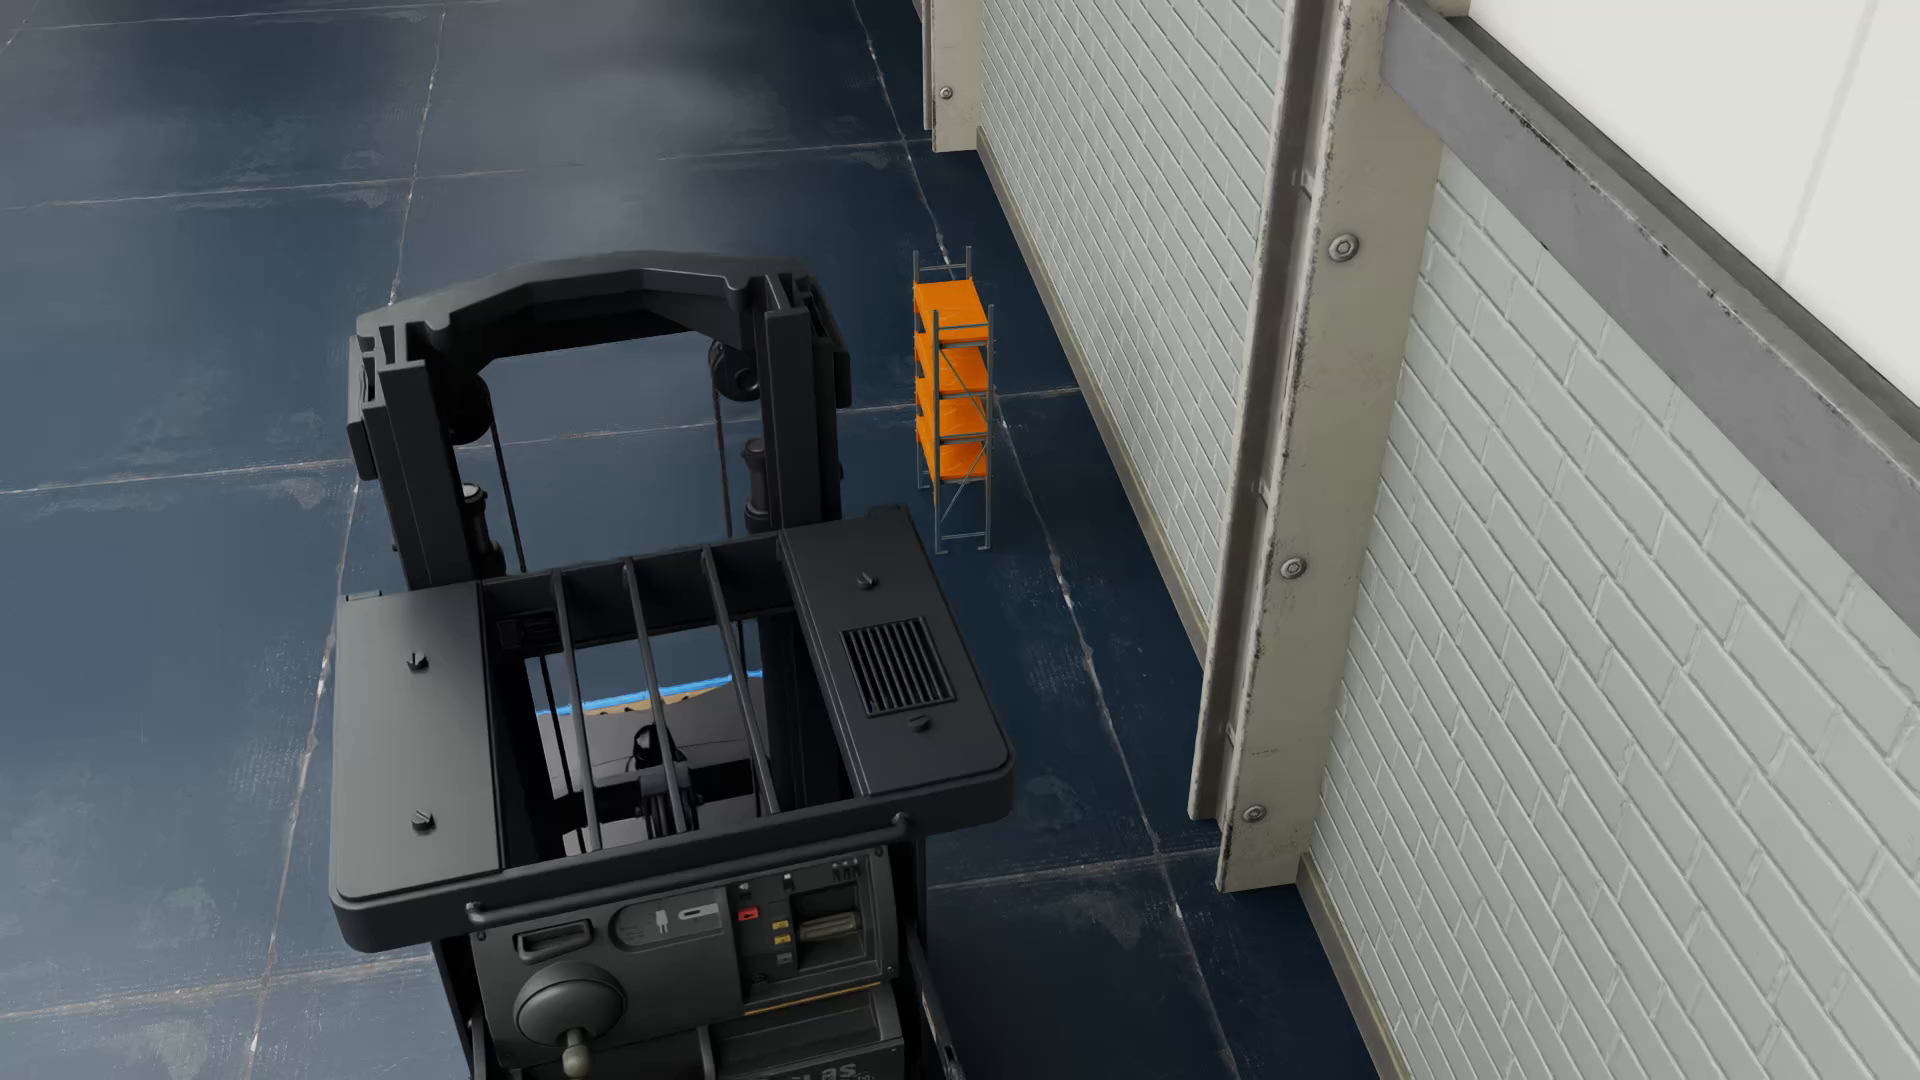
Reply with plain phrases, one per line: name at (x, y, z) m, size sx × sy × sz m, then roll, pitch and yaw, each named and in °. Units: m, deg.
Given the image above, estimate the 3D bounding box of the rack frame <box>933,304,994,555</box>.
rack frame at (0.014, -0.426, 6.821) m, size 0.240 × 1.200 × 0.015 m, roll -6°, pitch 38°, yaw -8°

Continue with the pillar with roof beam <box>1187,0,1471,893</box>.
pillar with roof beam at (-3.233, -2.018, 2.512) m, size 9.100 × 9.000 × 0.400 m, roll -6°, pitch 38°, yaw -8°

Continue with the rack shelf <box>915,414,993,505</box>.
rack shelf at (-0.029, -0.364, 7.174) m, size 0.258 × 0.148 × 0.480 m, roll -6°, pitch 38°, yaw -8°

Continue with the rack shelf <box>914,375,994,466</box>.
rack shelf at (-0.029, -0.521, 7.052) m, size 0.258 × 0.148 × 0.480 m, roll -6°, pitch 38°, yaw -8°

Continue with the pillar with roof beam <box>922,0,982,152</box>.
pillar with roof beam at (-4.285, -5.642, 7.177) m, size 9.100 × 9.000 × 0.400 m, roll -6°, pitch 38°, yaw -8°

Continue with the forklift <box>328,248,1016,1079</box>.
forklift at (-0.543, 1.004, 3.568) m, size 1.130 × 2.935 × 3.031 m, roll -10°, pitch 39°, yaw -12°

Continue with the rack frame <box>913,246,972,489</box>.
rack frame at (-0.072, -0.721, 7.200) m, size 0.240 × 1.200 × 0.015 m, roll -6°, pitch 38°, yaw -8°

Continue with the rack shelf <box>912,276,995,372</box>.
rack shelf at (-0.029, -0.884, 6.770) m, size 0.258 × 0.148 × 0.480 m, roll -6°, pitch 38°, yaw -8°

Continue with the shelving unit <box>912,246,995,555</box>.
shelving unit at (-0.029, -0.574, 7.011) m, size 0.258 × 1.200 × 0.503 m, roll -6°, pitch 38°, yaw -8°

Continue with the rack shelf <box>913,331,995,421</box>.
rack shelf at (-0.029, -0.697, 6.915) m, size 0.258 × 0.148 × 0.480 m, roll -6°, pitch 38°, yaw -8°
